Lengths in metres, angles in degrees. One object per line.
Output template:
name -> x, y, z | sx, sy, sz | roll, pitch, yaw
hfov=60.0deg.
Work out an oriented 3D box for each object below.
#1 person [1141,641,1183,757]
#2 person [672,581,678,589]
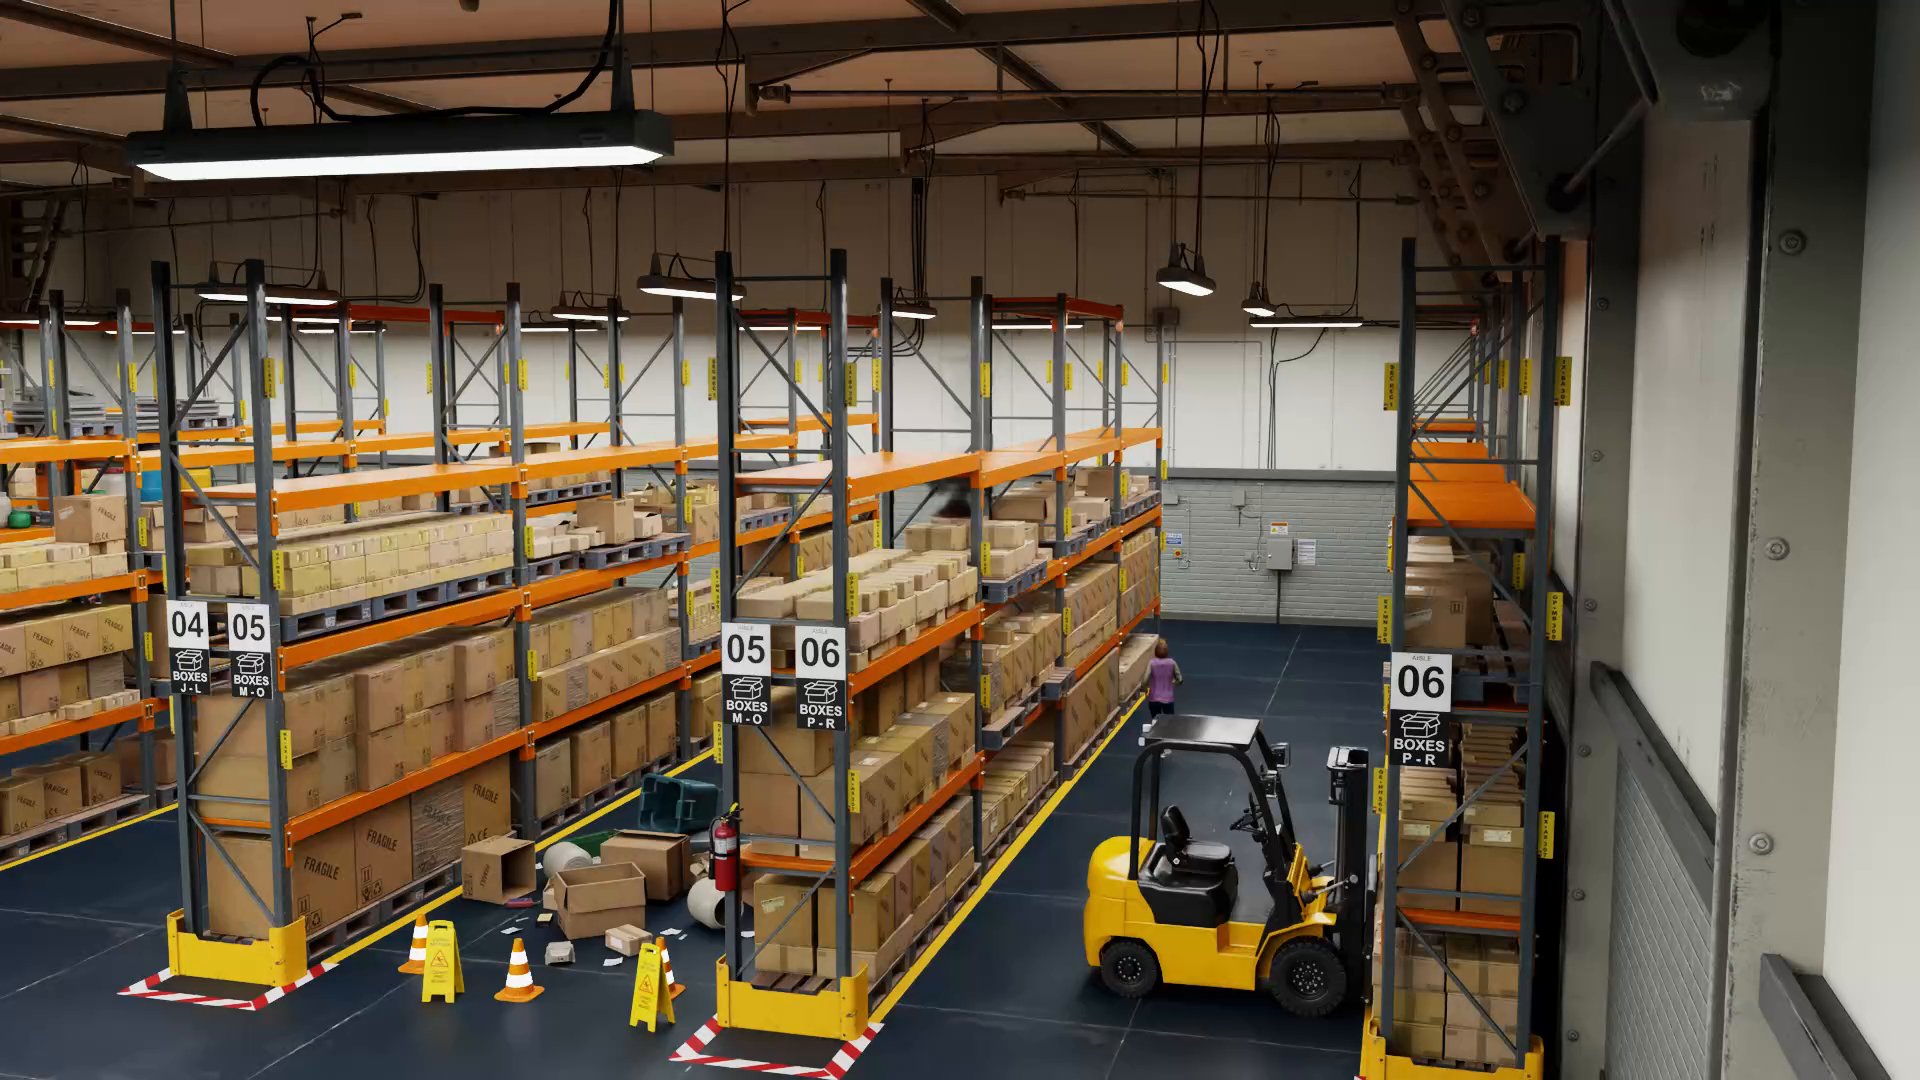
person -> 2.632, 2.106, 21.702 | 0.542, 1.546, 0.625 | 0, 6, 3
person -> -4.426, 1.505, 26.319 | 0.707, 1.771, 1.006 | 1, 6, 8
